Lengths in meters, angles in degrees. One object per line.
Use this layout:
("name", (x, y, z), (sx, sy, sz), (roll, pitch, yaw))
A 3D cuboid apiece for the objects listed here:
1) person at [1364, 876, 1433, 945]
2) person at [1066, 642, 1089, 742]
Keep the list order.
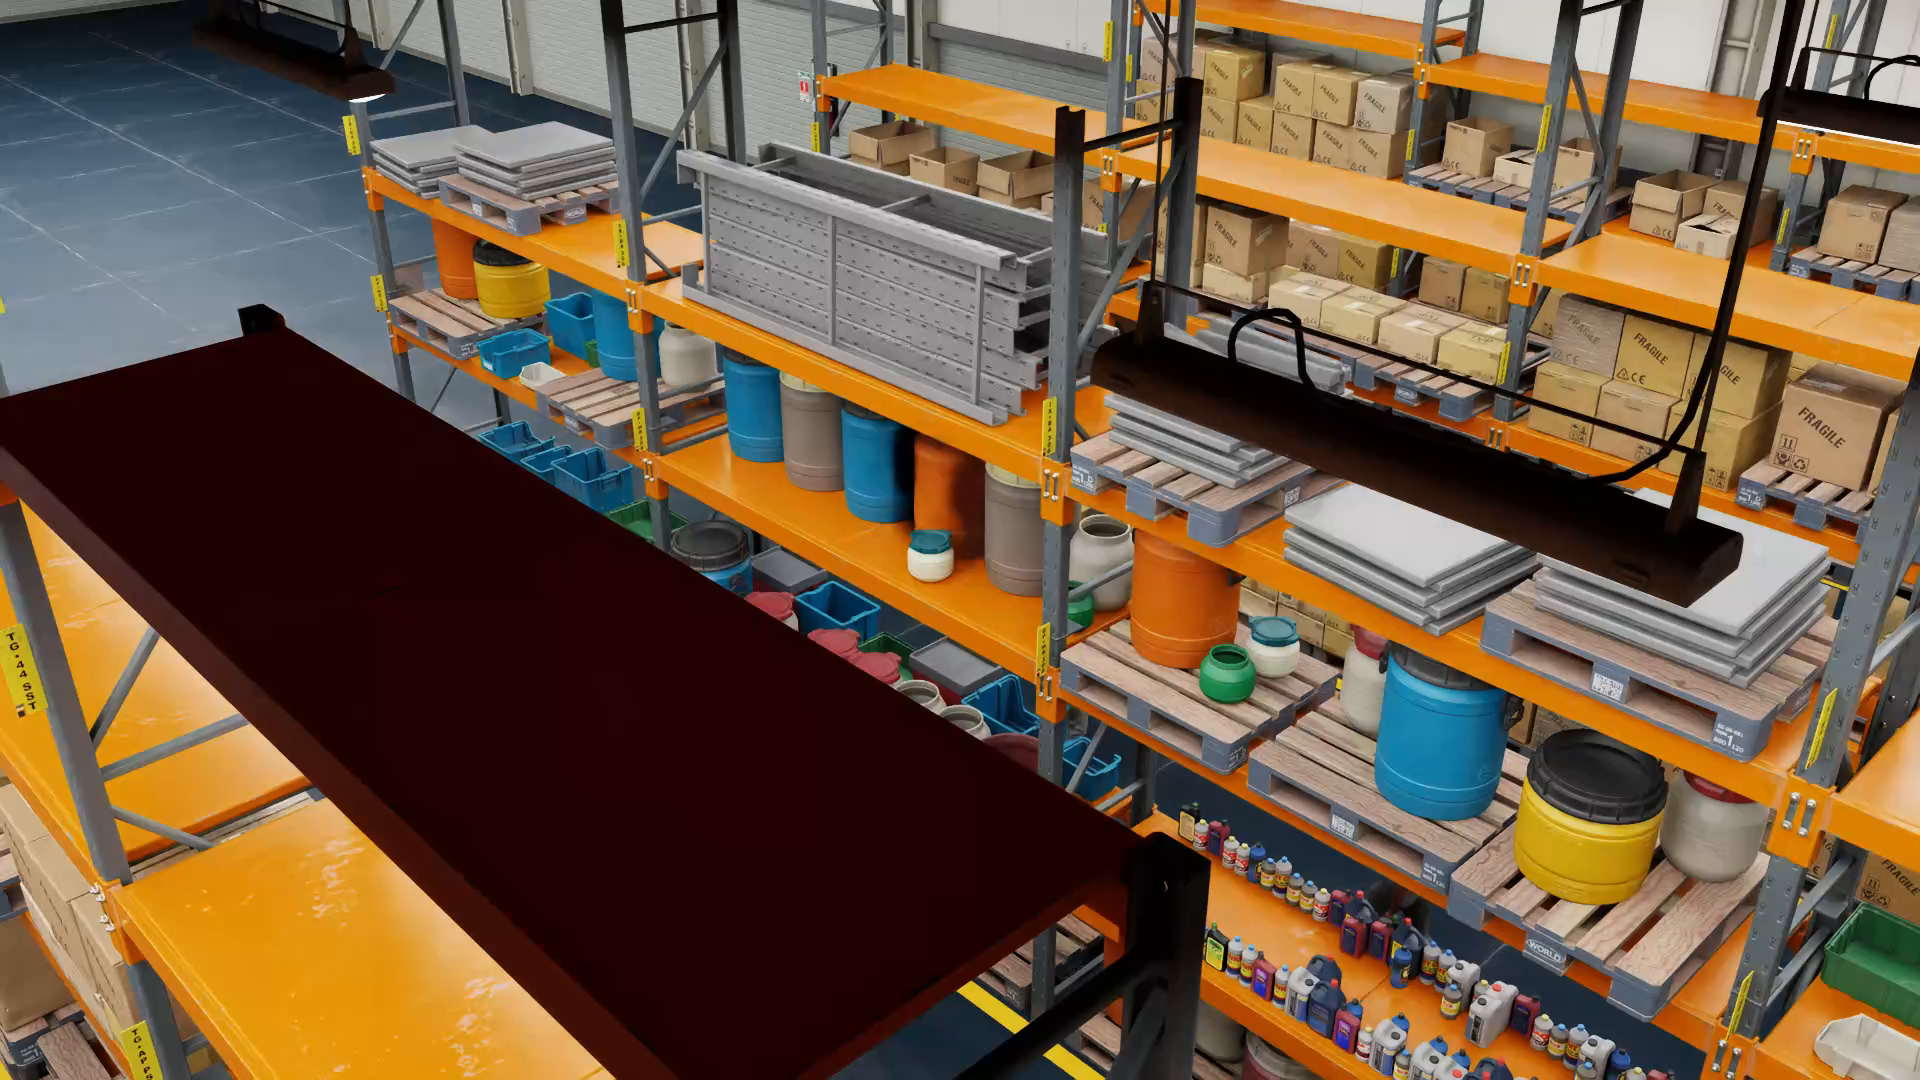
("person", (2.918, 2.286, 10.924), (0.508, 1.598, 0.980), (-16, 32, -27))
("person", (0.899, 0.896, 13.407), (0.529, 1.852, 0.575), (-8, 29, -15))
